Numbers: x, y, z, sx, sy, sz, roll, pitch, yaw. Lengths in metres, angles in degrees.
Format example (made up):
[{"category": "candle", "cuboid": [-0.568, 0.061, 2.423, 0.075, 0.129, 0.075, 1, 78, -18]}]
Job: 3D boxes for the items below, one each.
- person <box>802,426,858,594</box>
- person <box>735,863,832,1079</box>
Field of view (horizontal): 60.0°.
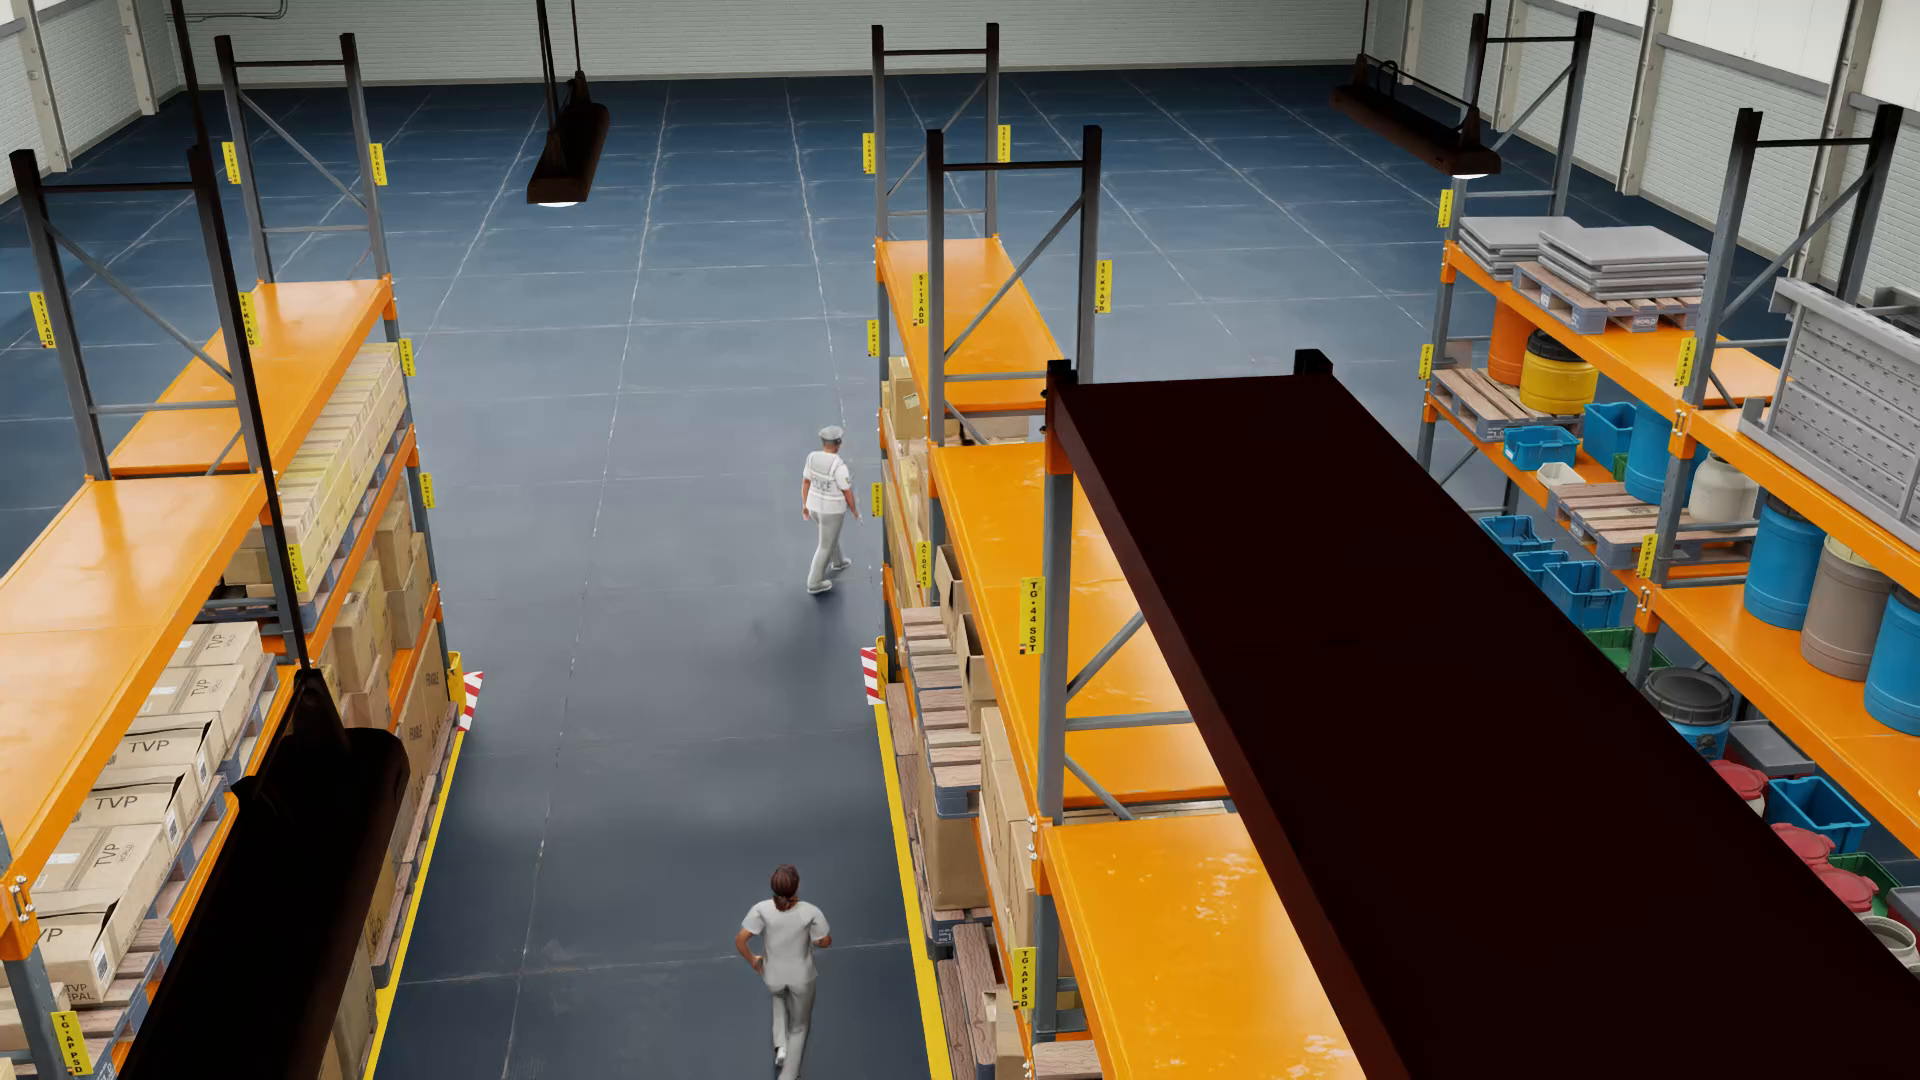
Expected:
[{"category": "person", "cuboid": [-1.323, -0.342, 17.199, 0.580, 1.737, 0.863, 23, 34, 39]}, {"category": "person", "cuboid": [-1.130, 2.832, 10.746, 0.601, 1.575, 0.708, 1, 26, 3]}]
